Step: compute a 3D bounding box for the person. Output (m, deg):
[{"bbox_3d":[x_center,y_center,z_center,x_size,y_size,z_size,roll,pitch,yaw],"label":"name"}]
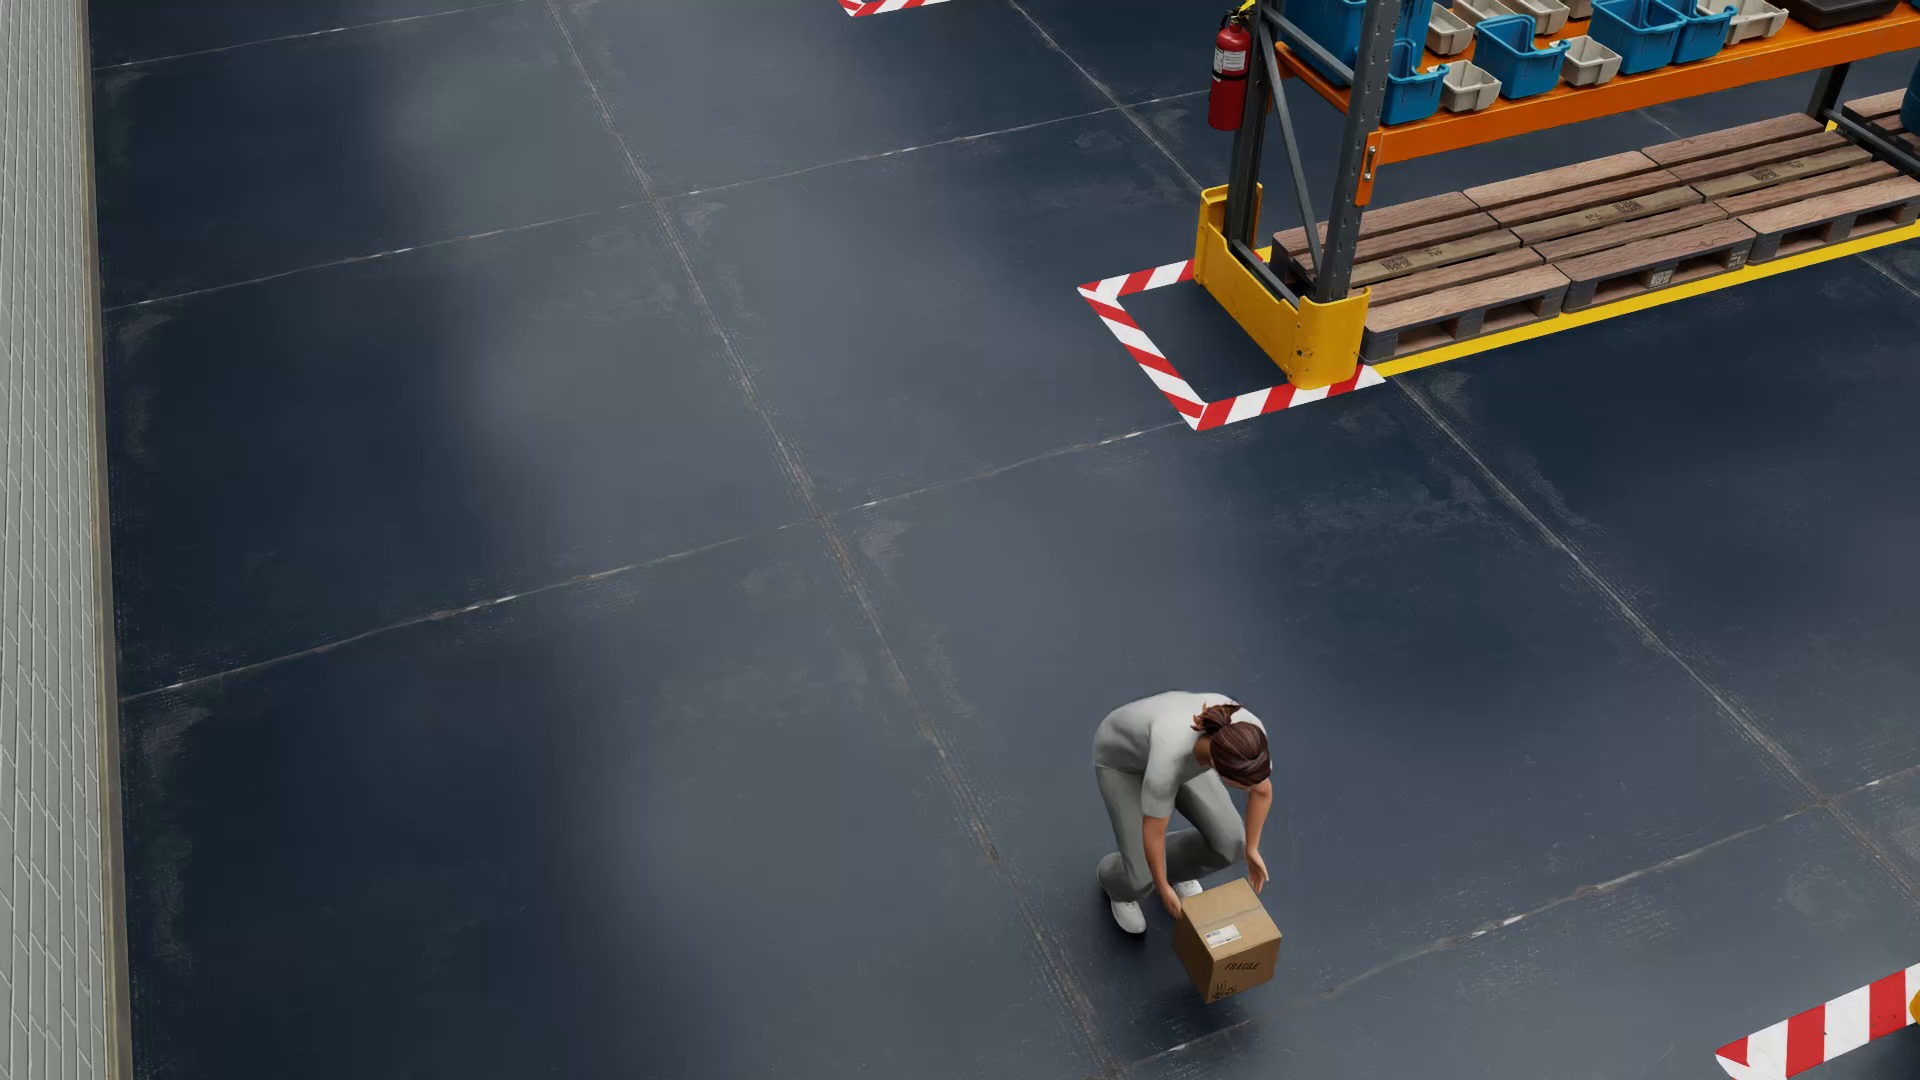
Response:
[{"bbox_3d":[0.747,0.866,5.559,0.496,1.194,0.725,-15,44,-17],"label":"person"}]
